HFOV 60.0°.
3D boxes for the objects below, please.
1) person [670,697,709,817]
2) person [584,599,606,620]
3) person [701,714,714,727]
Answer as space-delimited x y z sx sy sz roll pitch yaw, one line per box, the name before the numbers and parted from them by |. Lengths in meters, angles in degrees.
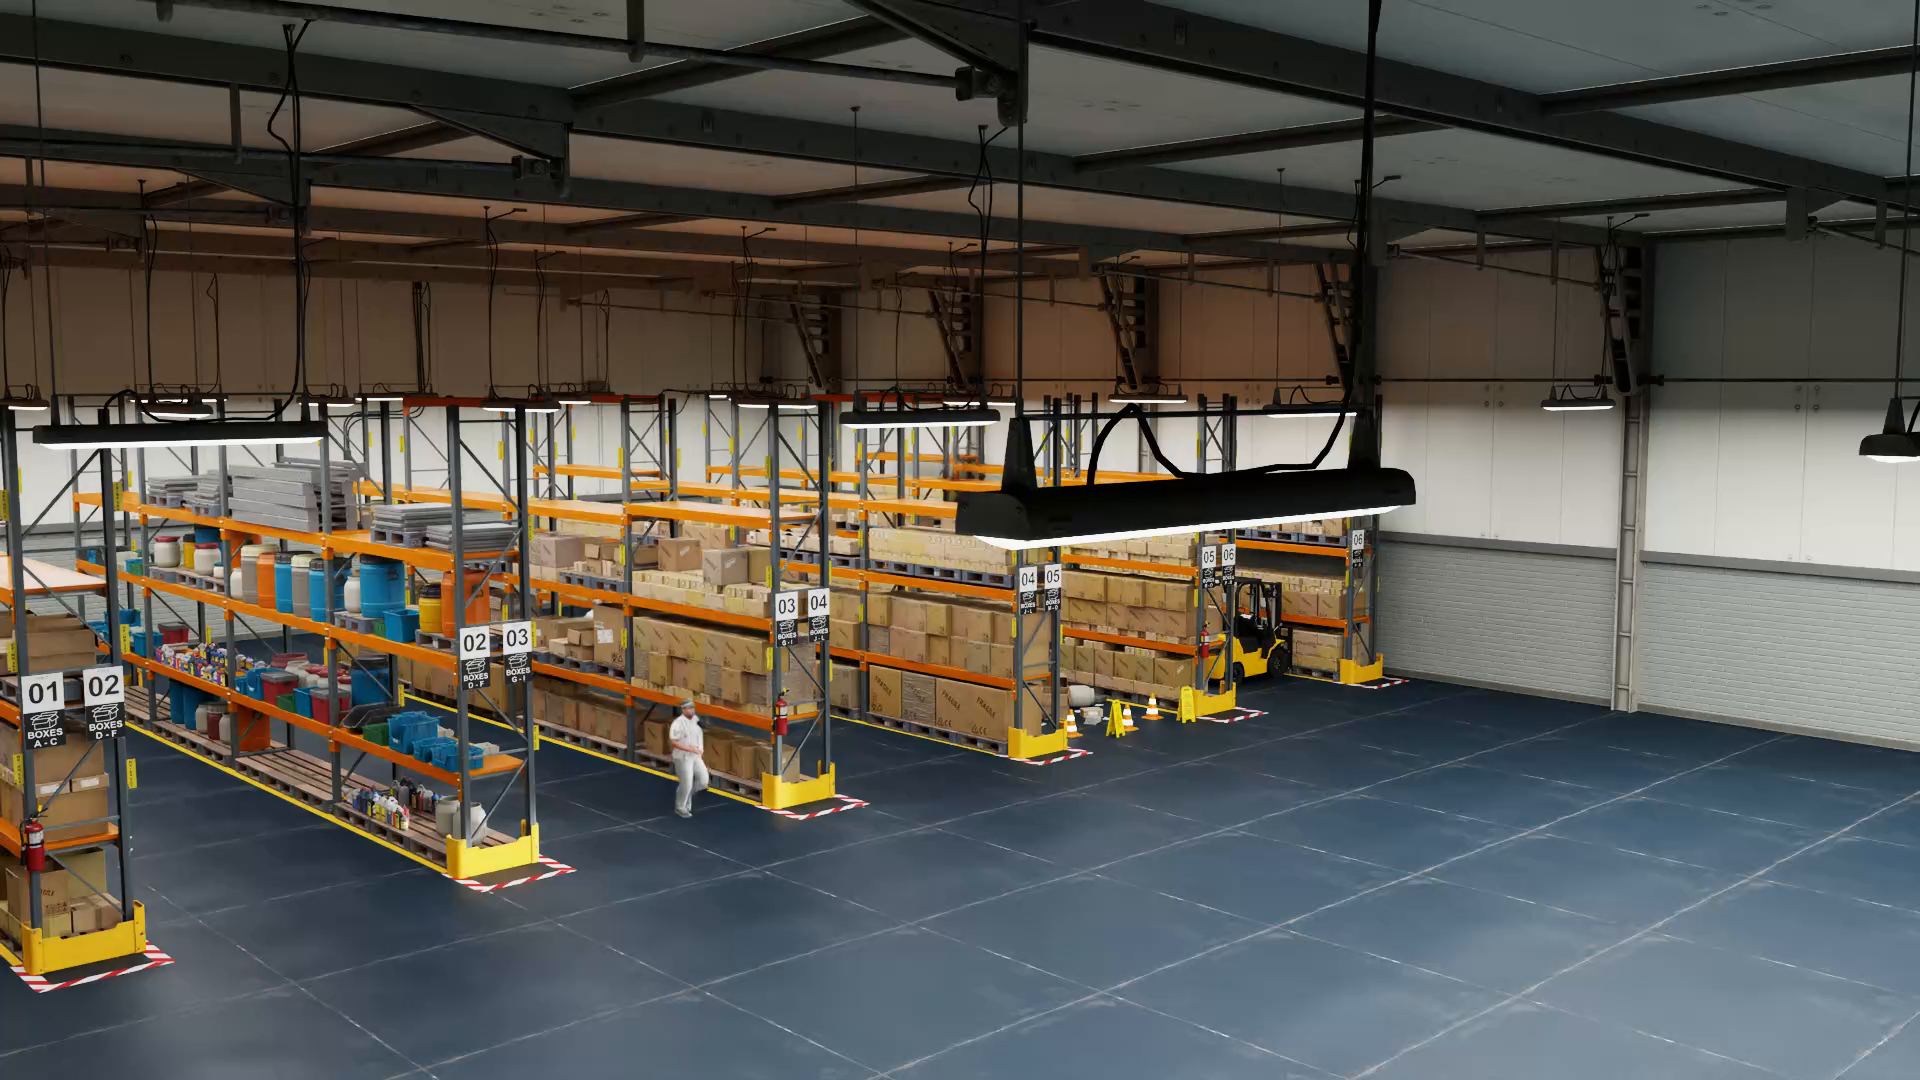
person | -3.878 3.135 24.068 0.591 1.749 0.690 4 7 33
person | -7.679 2.086 35.482 0.711 1.708 0.575 5 7 39
person | -4.483 2.583 30.074 0.616 1.660 0.593 5 7 40
